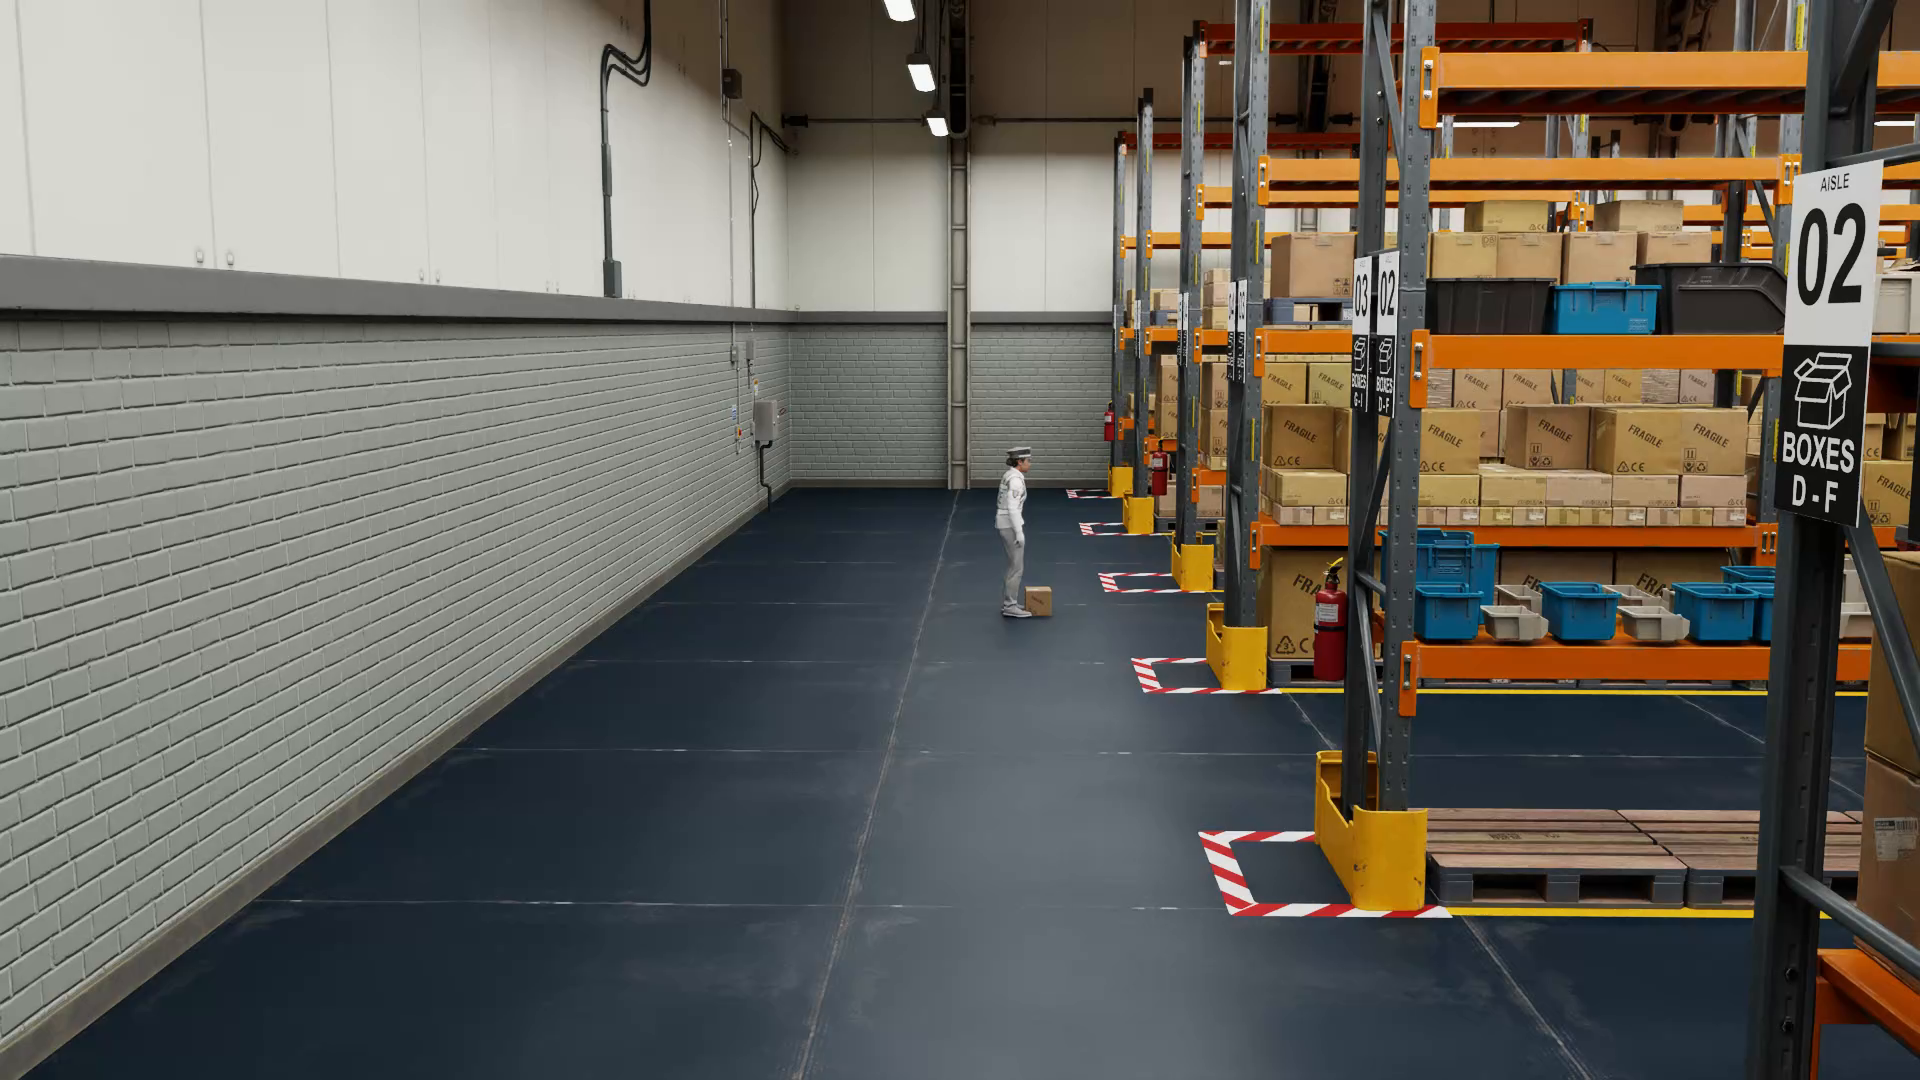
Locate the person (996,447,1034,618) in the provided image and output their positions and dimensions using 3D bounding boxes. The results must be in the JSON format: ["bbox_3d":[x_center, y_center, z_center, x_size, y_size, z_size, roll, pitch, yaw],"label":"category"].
[{"bbox_3d":[0.541,-0.090,16.462,0.375,1.664,0.529,0,7,1],"label":"person"}]
